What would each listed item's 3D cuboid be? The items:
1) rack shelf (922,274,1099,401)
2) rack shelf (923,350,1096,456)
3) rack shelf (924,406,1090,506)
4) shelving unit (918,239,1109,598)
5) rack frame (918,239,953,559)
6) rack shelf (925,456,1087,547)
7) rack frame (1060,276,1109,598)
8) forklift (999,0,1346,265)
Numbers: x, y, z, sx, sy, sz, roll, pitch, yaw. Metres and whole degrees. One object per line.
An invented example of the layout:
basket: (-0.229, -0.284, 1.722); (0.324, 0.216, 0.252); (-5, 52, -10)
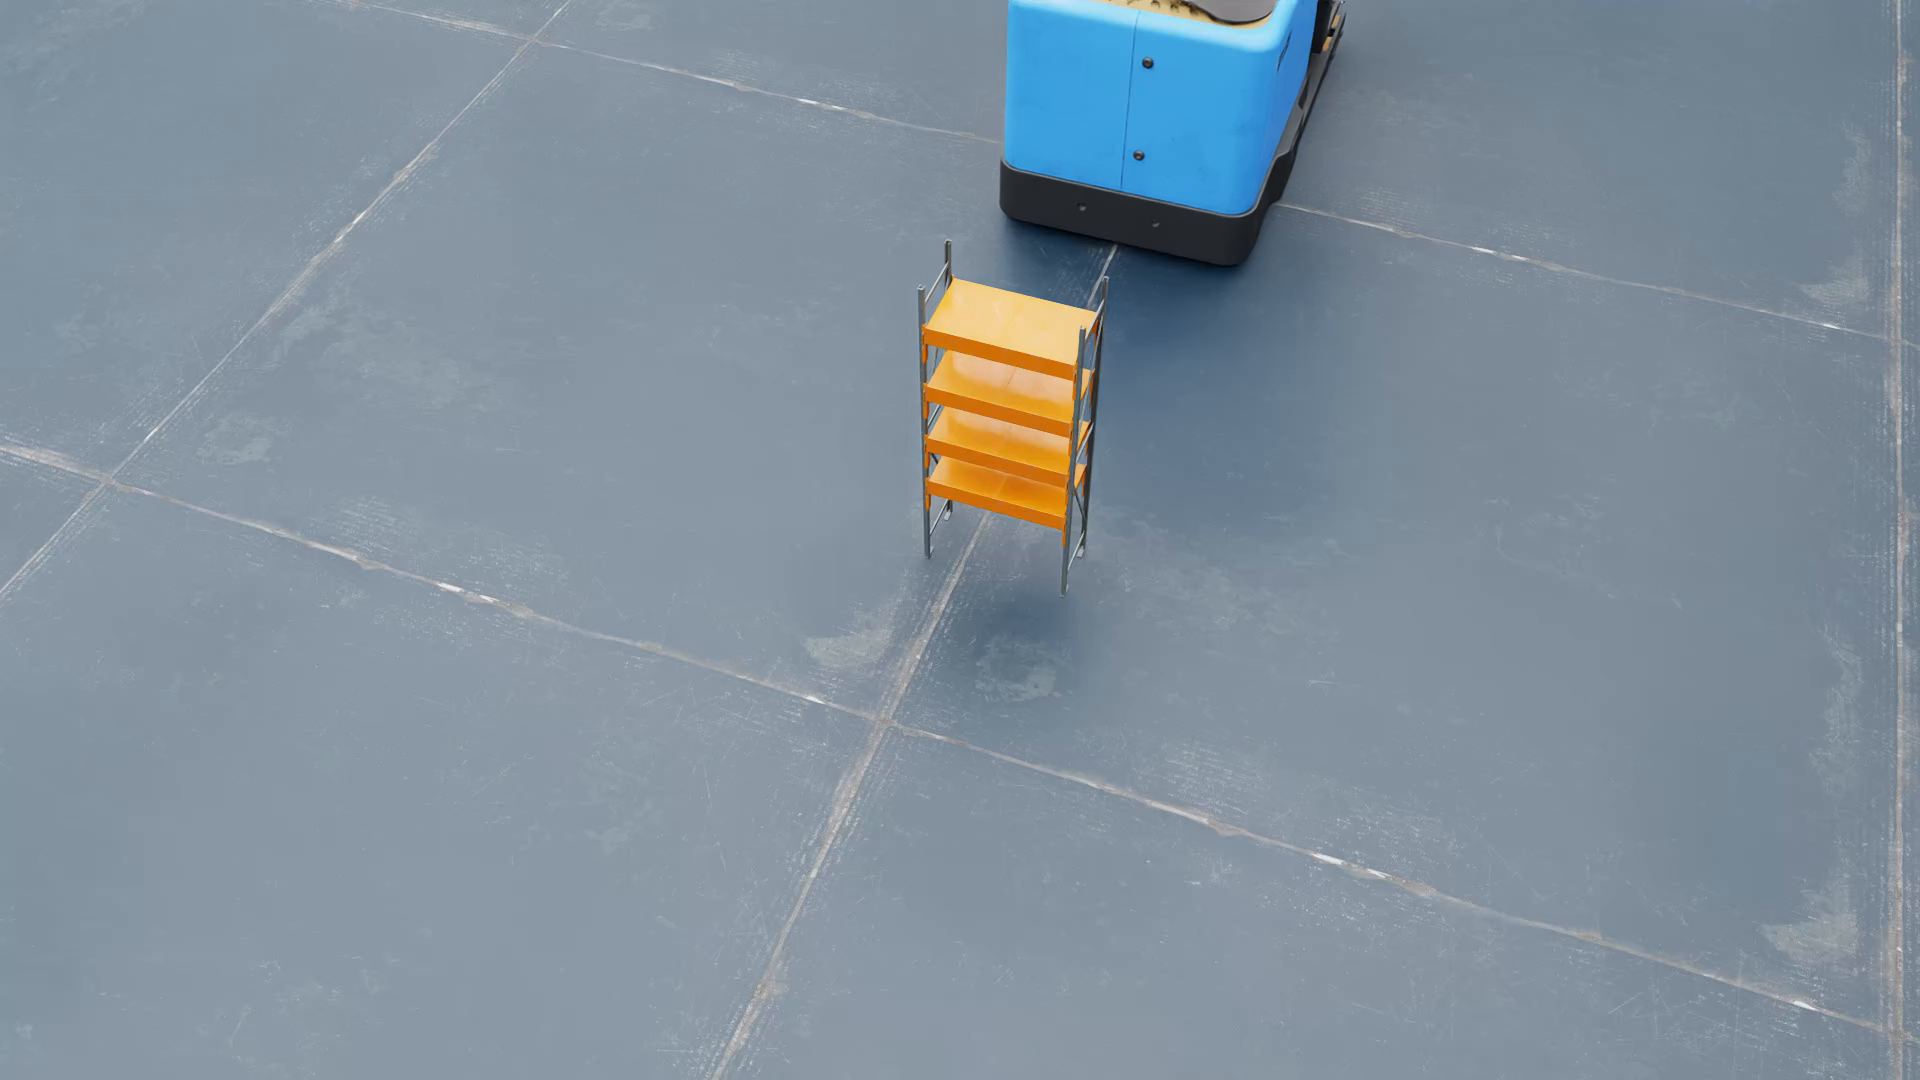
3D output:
rack shelf: (0.155, -0.607, 4.962); (0.480, 0.148, 0.258); (16, 51, 13)
rack shelf: (0.155, -0.452, 5.141); (0.480, 0.148, 0.258); (16, 51, 13)
rack shelf: (0.155, -0.306, 5.310); (0.480, 0.148, 0.258); (16, 51, 13)
shelving unit: (0.155, -0.350, 5.259); (0.503, 1.200, 0.258); (16, 51, 13)
rack frame: (-0.074, -0.414, 5.314); (0.015, 1.200, 0.240); (16, 51, 13)
rack shelf: (0.155, -0.176, 5.460); (0.480, 0.148, 0.258); (16, 51, 13)
rack frame: (0.384, -0.286, 5.204); (0.015, 1.200, 0.240); (16, 51, 13)
forklift: (1.141, -3.190, 6.575); (1.130, 2.935, 3.031); (15, 51, 13)
